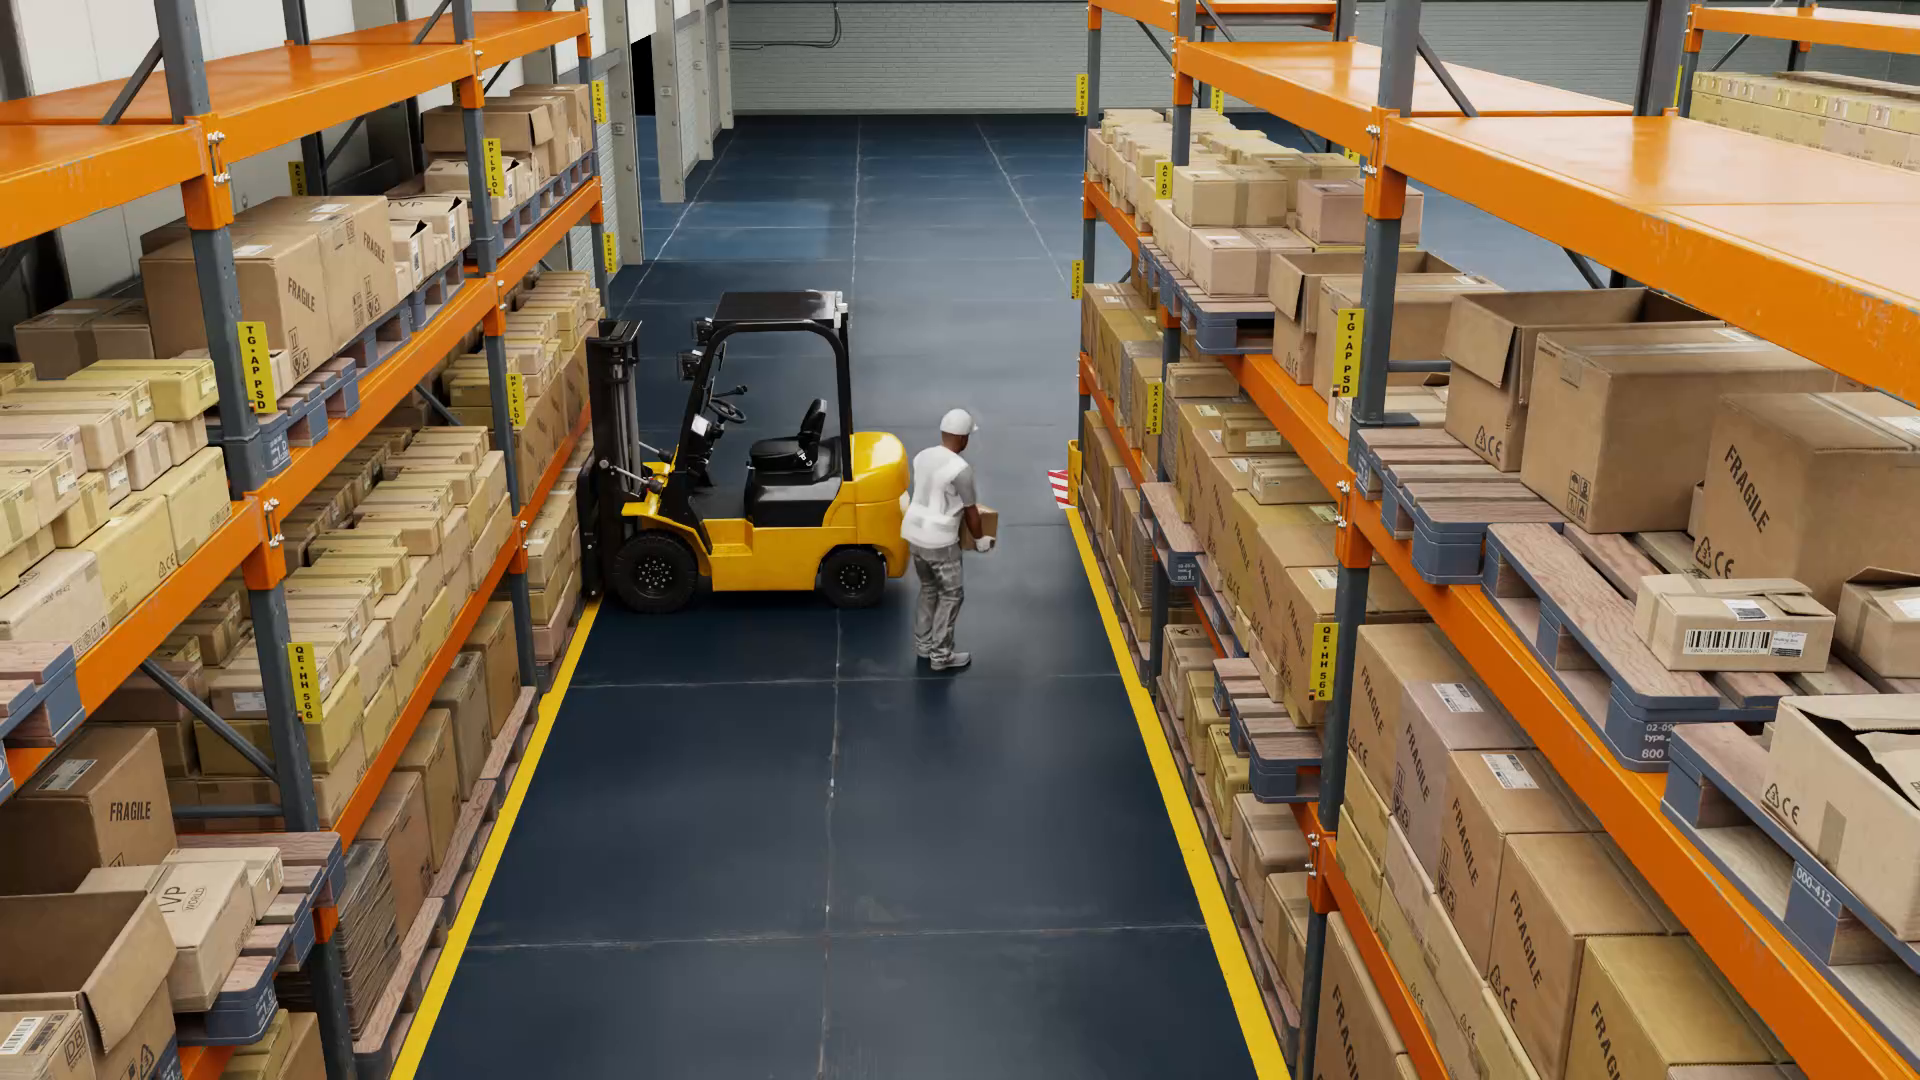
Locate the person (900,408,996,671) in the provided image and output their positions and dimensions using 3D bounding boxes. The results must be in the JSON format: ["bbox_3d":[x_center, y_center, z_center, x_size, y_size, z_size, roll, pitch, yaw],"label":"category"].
[{"bbox_3d":[-0.092,-0.021,11.157,0.616,1.745,0.484,-14,24,-33],"label":"person"}]
